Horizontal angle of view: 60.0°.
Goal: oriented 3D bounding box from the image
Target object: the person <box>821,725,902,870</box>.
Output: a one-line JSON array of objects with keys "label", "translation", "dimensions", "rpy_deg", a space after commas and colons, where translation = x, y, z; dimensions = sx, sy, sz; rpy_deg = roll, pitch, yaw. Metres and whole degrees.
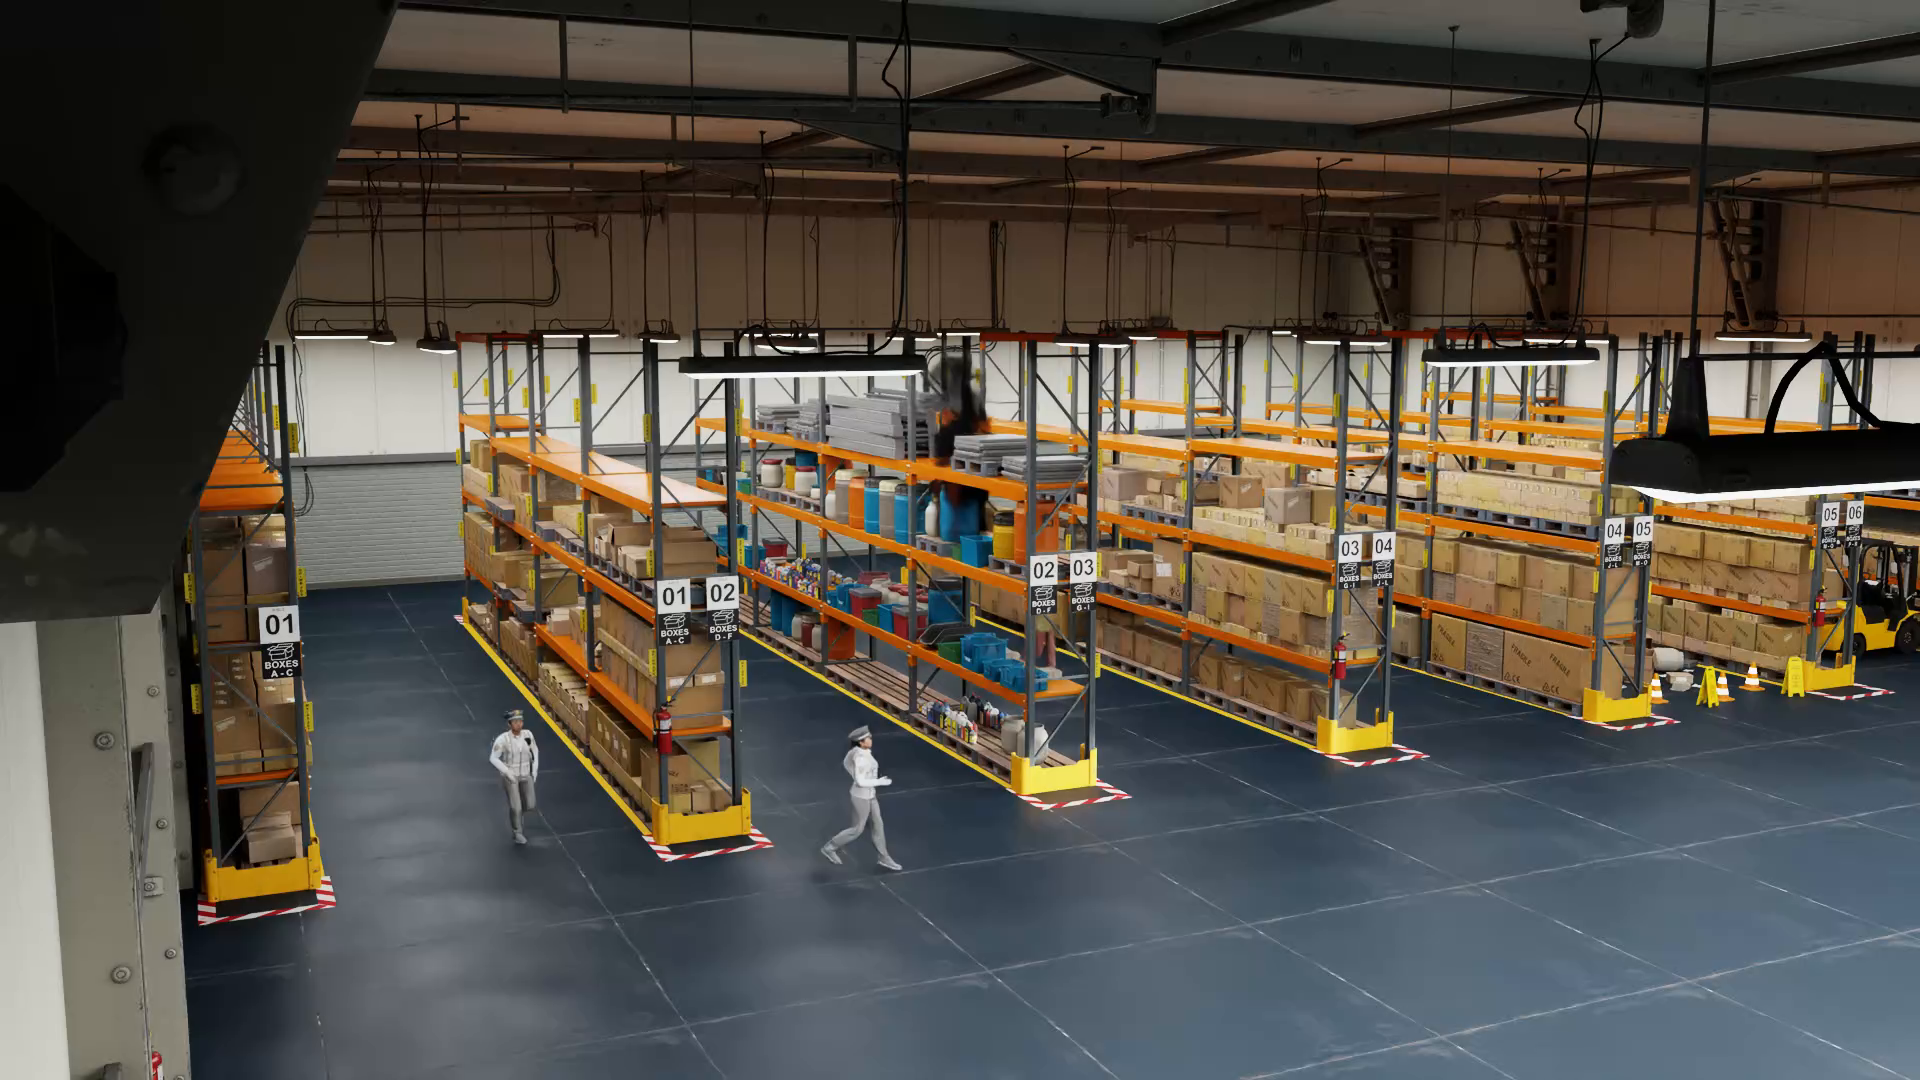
[{"label": "person", "translation": [-1.129, 2.944, 18.942], "dimensions": [0.924, 1.711, 0.613], "rpy_deg": [0, 8, 2]}]

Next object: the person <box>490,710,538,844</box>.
[{"label": "person", "translation": [-5.349, 2.838, 20.059], "dimensions": [0.631, 1.647, 0.569], "rpy_deg": [-6, 10, -37]}]

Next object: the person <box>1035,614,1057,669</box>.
[{"label": "person", "translation": [1.380, 1.509, 27.590], "dimensions": [0.832, 1.689, 0.593], "rpy_deg": [7, 11, 43]}]
